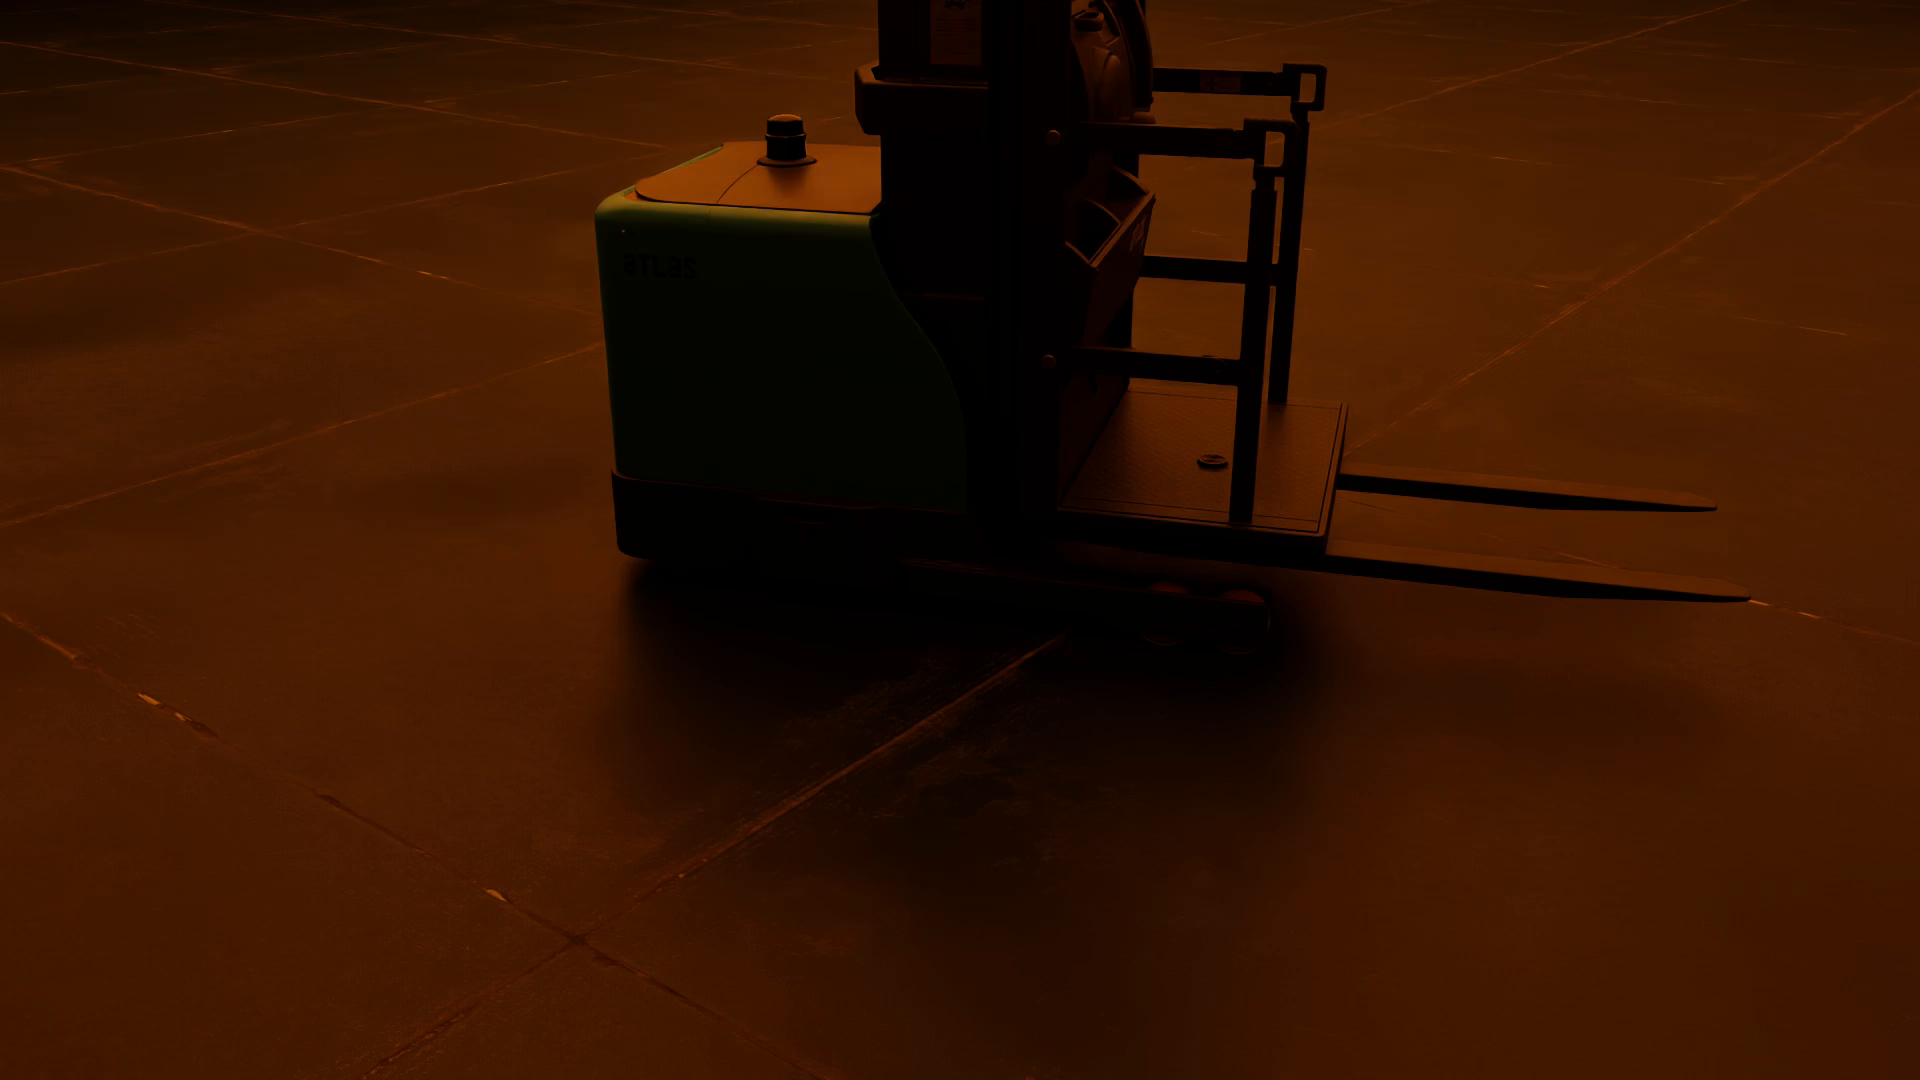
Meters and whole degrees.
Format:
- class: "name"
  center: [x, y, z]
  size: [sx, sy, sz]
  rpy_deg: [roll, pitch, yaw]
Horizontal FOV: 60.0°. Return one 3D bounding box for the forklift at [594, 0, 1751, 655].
- class: "forklift"
  center: [0.587, -1.281, 4.284]
  size: [3.031, 2.935, 1.130]
  rpy_deg: [6, 24, 14]
